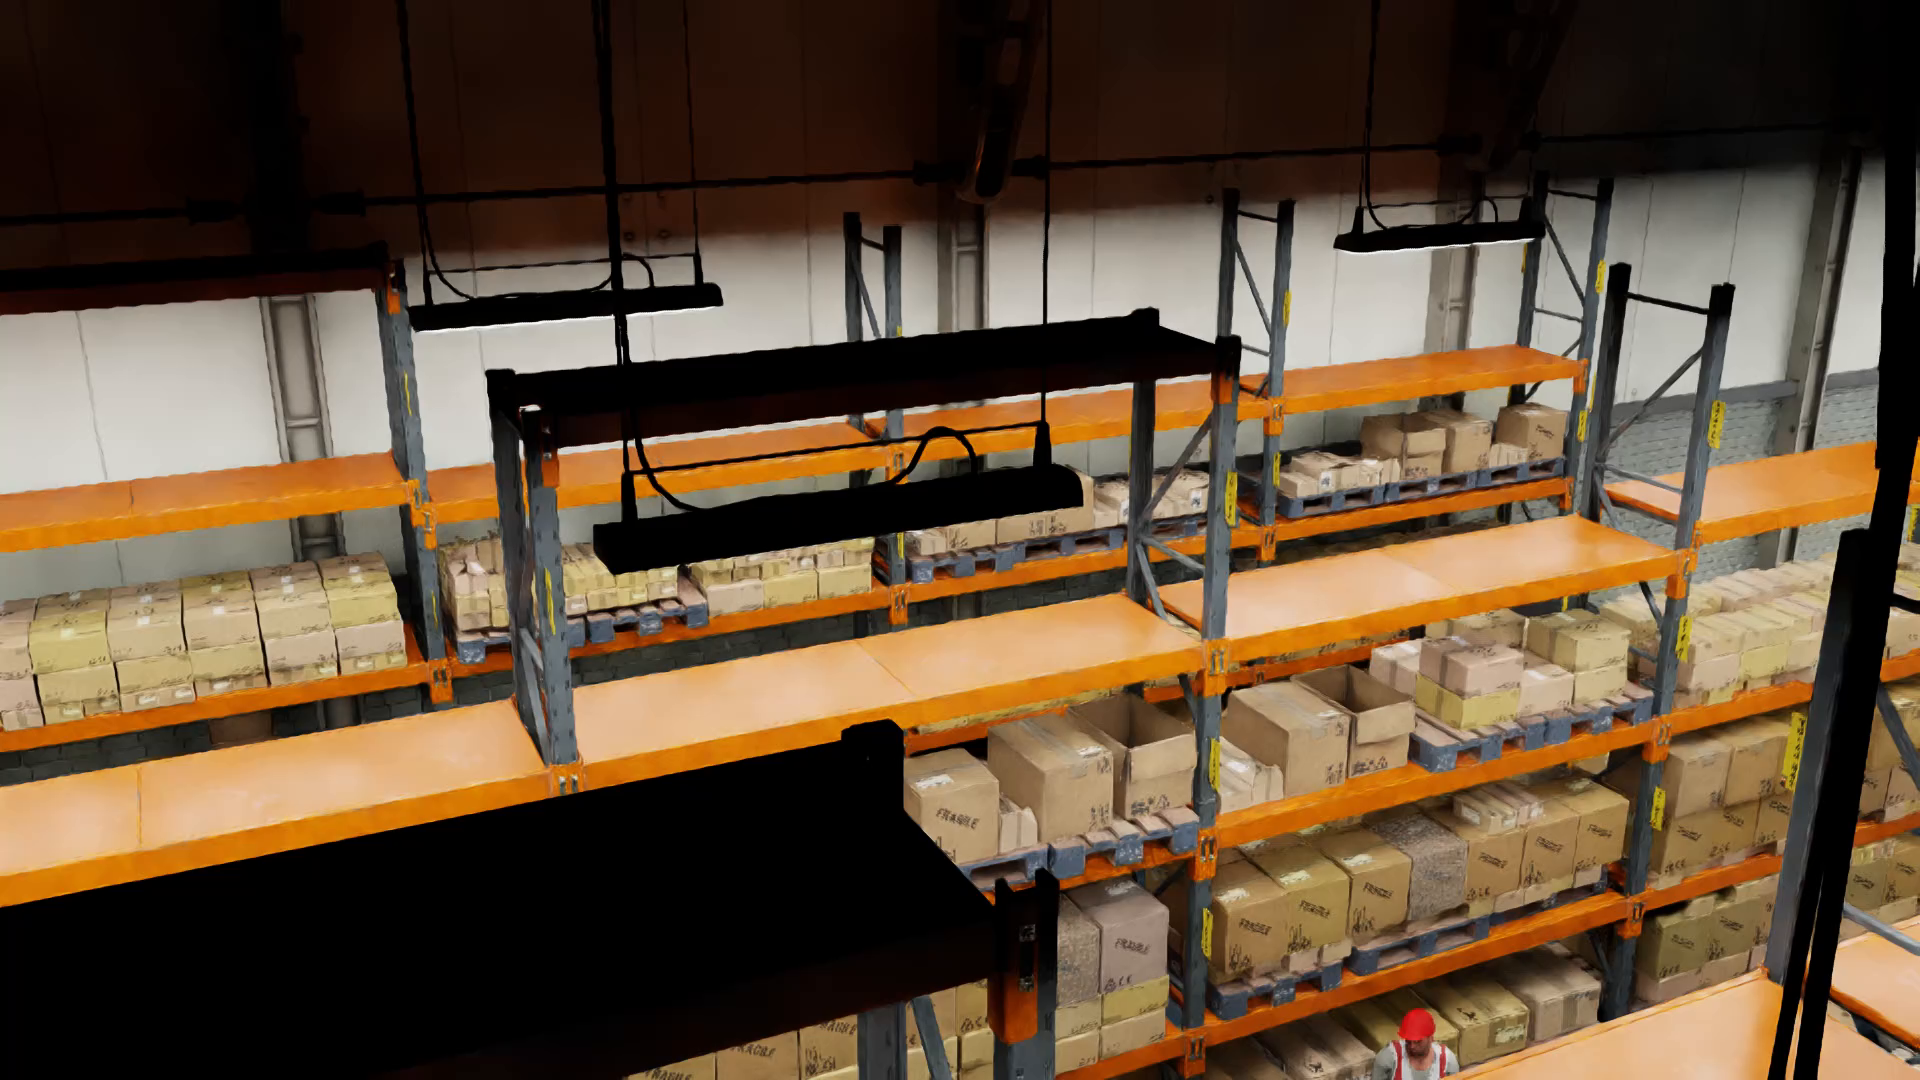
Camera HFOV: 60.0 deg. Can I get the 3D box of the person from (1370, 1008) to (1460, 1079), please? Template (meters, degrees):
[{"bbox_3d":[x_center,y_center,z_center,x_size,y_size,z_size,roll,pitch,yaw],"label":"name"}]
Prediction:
[{"bbox_3d":[2.875,3.770,10.783,0.666,1.729,0.437,-1,19,-2],"label":"person"}]
